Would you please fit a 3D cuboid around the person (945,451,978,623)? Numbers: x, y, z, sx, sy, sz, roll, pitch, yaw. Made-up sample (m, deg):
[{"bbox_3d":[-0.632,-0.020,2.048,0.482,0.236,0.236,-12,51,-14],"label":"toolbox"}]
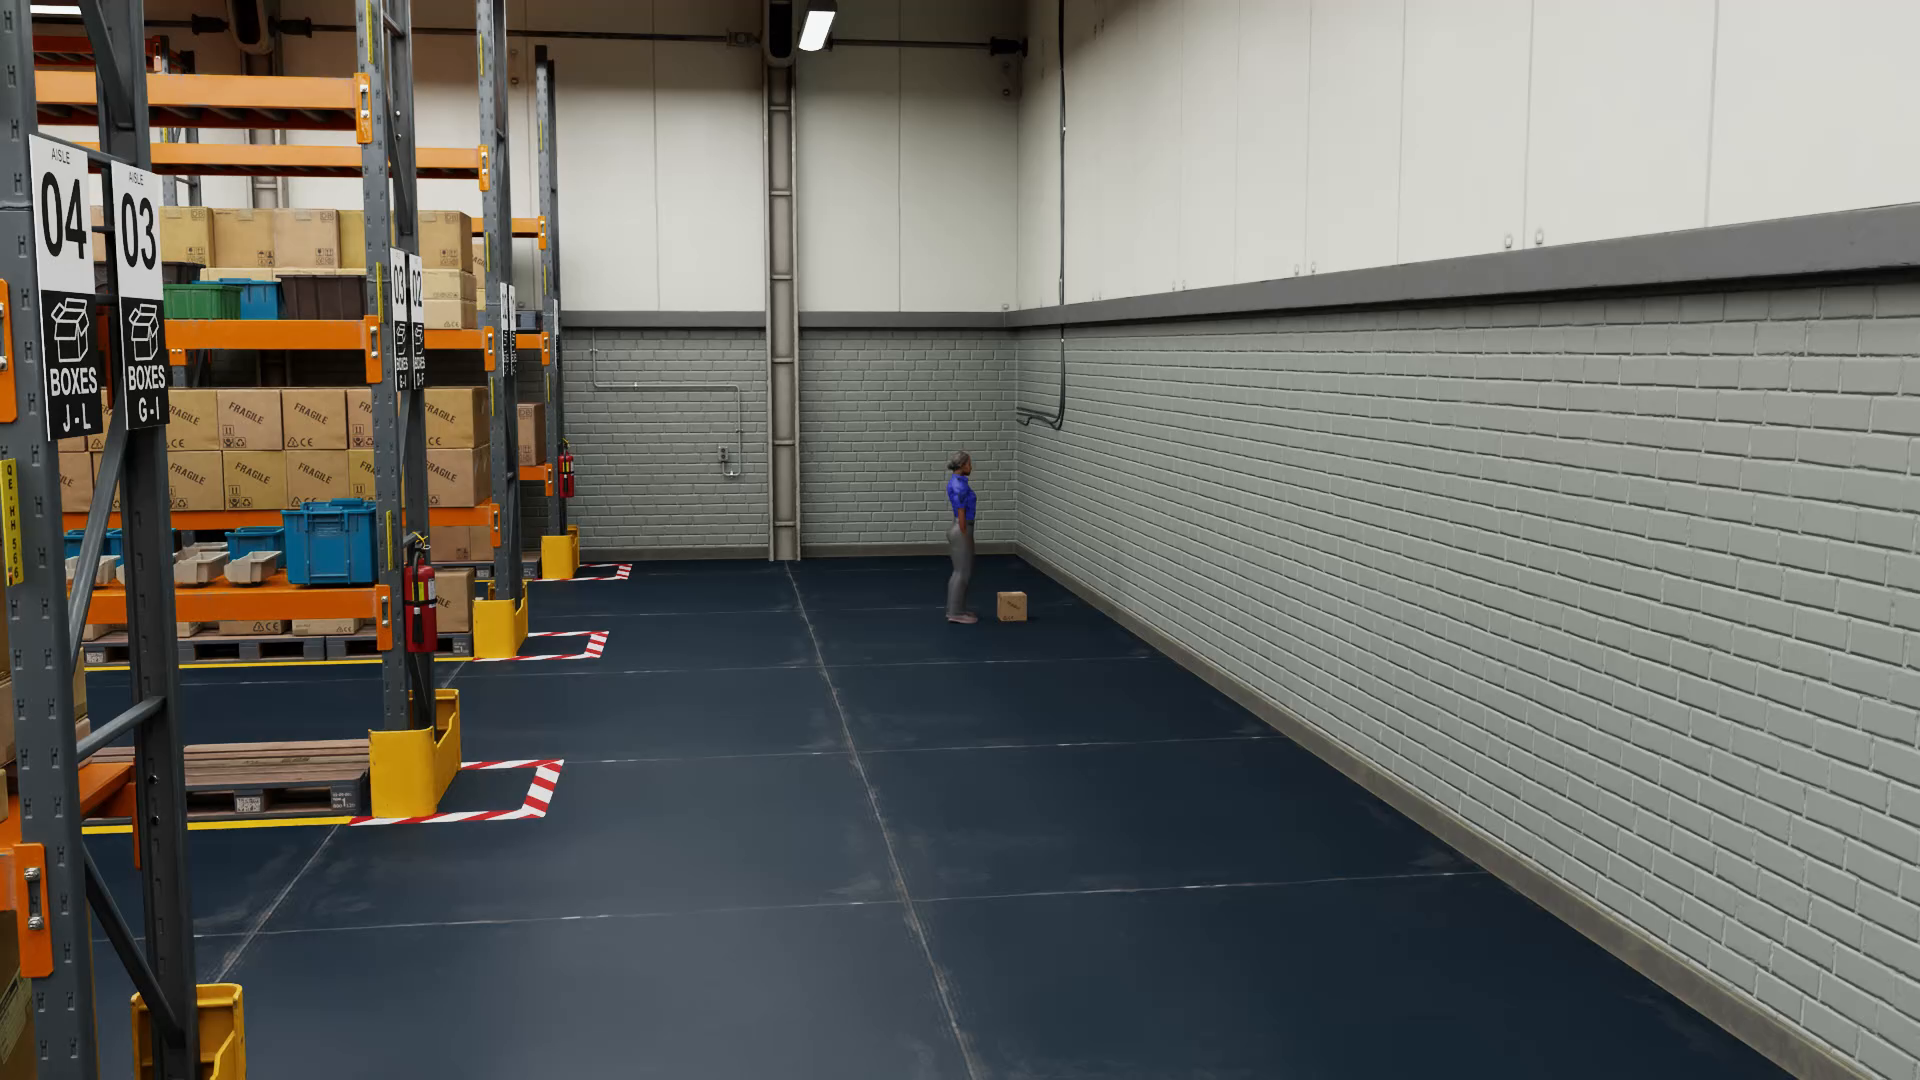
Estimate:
[{"bbox_3d":[0.015,-0.035,16.198,0.298,1.660,0.437,-1,7,-7],"label":"person"}]
